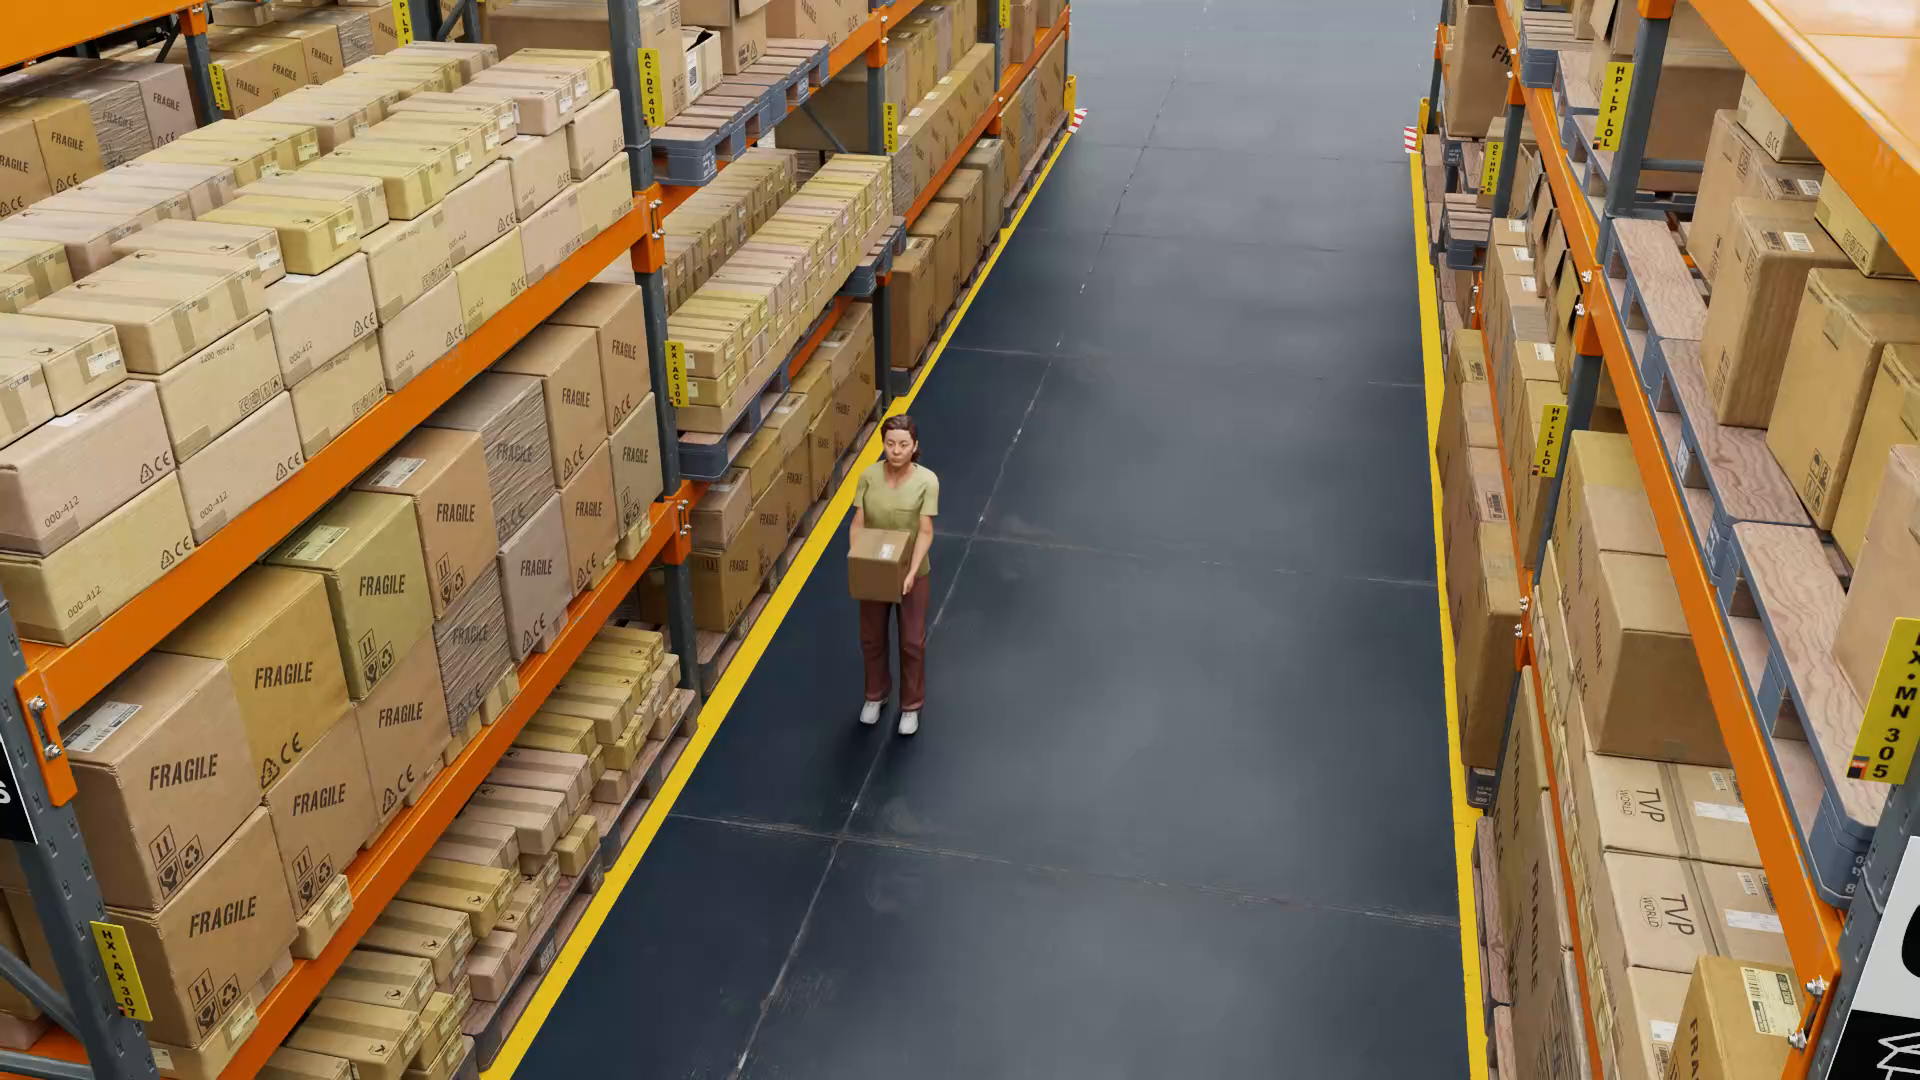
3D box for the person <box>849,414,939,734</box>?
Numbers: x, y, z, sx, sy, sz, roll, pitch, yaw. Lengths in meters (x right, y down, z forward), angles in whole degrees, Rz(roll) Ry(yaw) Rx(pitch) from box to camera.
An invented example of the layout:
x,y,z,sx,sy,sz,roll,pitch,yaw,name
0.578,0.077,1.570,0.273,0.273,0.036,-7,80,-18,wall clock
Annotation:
x,y,z,sx,sy,sz,roll,pitch,yaw,name
-0.332,0.192,8.279,0.428,1.662,0.552,6,29,11,person
